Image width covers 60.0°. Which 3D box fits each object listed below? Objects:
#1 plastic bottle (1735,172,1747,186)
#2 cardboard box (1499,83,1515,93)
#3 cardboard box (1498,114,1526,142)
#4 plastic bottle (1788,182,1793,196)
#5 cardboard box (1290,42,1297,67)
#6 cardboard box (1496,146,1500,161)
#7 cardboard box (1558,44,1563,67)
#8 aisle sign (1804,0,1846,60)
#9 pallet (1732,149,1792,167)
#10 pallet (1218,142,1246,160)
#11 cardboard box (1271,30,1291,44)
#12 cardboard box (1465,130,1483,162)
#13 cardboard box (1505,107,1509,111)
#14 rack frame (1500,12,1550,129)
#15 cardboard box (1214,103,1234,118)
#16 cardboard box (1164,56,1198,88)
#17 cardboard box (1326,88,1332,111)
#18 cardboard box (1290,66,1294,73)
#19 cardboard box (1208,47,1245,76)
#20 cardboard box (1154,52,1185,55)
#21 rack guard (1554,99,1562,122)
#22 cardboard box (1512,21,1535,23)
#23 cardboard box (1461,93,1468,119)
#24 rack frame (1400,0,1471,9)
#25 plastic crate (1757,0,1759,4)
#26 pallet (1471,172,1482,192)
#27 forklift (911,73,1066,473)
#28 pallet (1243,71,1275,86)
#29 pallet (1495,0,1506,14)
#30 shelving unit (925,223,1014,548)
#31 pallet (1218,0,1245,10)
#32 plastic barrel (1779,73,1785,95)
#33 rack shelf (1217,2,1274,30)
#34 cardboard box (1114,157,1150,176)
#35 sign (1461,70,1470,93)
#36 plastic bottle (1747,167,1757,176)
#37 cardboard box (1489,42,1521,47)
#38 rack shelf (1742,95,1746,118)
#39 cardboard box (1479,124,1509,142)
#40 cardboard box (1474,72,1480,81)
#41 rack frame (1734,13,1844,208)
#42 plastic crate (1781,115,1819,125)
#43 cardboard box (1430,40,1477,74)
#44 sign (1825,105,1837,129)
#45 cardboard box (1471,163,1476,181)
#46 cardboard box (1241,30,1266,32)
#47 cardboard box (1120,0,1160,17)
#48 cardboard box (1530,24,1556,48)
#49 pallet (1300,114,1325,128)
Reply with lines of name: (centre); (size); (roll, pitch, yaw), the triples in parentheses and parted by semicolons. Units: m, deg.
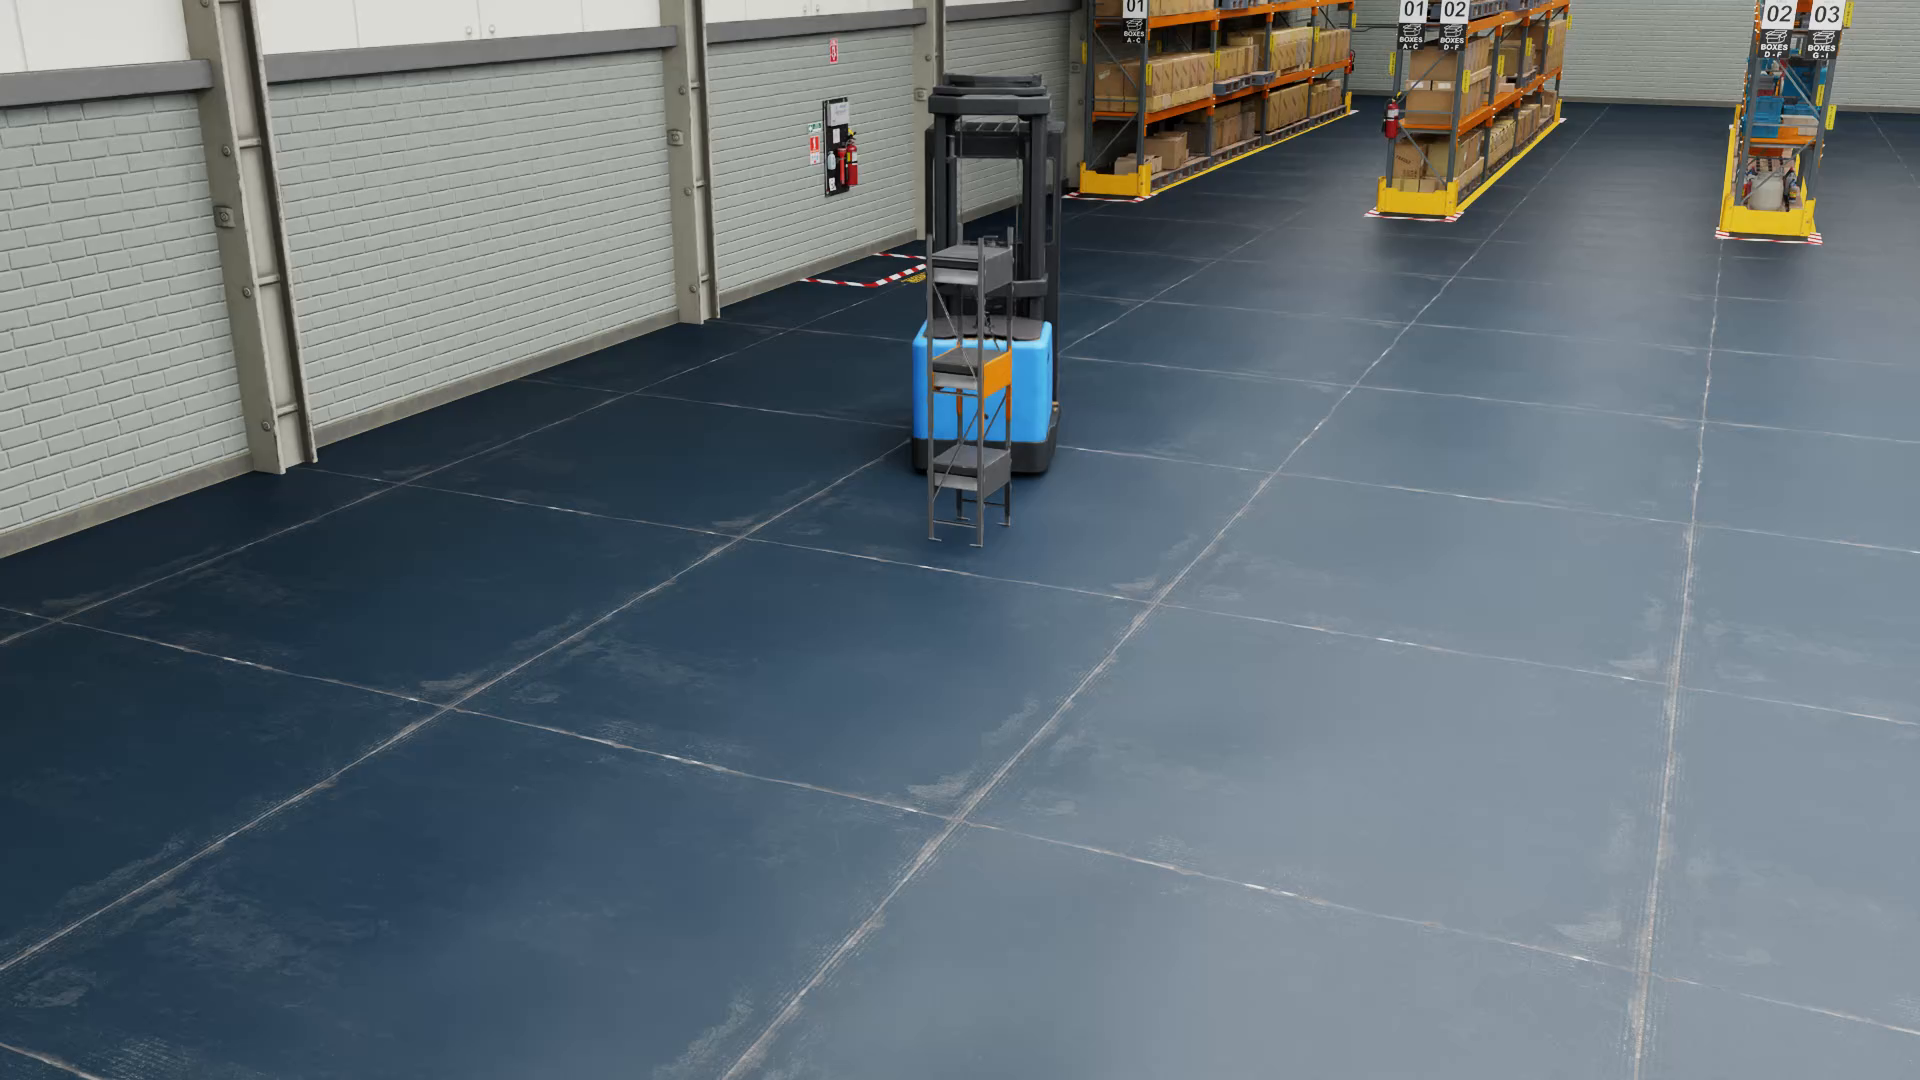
plastic bottle: (12.434, -5.748, 26.453); (0.144, 0.351, 0.185); (8, 21, 20)
cardboard box: (10.225, -8.509, 31.294); (0.380, 0.149, 0.250); (9, 21, 23)
cardboard box: (10.997, -8.231, 33.210); (0.500, 0.500, 0.500); (8, 21, 21)
plastic bottle: (12.791, -5.383, 25.543); (0.097, 0.271, 0.097); (0, 20, 0)
cardboard box: (6.886, -10.400, 35.612); (0.500, 0.500, 0.500); (9, 22, 24)
cardboard box: (9.514, -7.024, 30.220); (0.500, 0.250, 0.500); (8, 21, 21)
cardboard box: (13.473, -11.100, 38.054); (0.500, 0.500, 0.500); (9, 21, 23)
aisle sign: (11.820, -6.977, 22.730); (0.394, 0.787, 0.004); (9, 21, 23)
pallet: (15.143, -7.192, 31.378); (1.003, 0.211, 1.213); (9, 21, 23)
pallet: (4.998, -7.695, 32.791); (1.003, 0.211, 1.213); (9, 21, 23)
cardboard box: (6.662, -10.590, 35.028); (0.500, 0.250, 0.500); (9, 21, 23)
cardboard box: (8.497, -6.650, 28.050); (0.500, 0.500, 0.500); (9, 21, 23)
cardboard box: (11.139, -8.762, 34.704); (0.500, 0.500, 0.500); (9, 21, 23)
rack frame: (11.979, -10.163, 35.570); (1.000, 3.000, 0.127); (9, 21, 23)
cardboard box: (5.076, -8.451, 32.710); (0.500, 0.250, 0.500); (8, 21, 22)
cardboard box: (3.856, -8.195, 29.112); (0.500, 0.500, 0.500); (8, 21, 21)
cardboard box: (8.491, -10.550, 39.761); (0.700, 0.500, 0.500); (8, 21, 21)
cardboard box: (7.018, -10.208, 36.041); (0.380, 0.149, 0.250); (8, 21, 21)
cardboard box: (5.147, -9.344, 32.462); (0.700, 0.500, 0.500); (9, 21, 23)
cardboard box: (3.799, -8.573, 30.174); (0.500, 0.500, 0.500); (8, 21, 21)
rack guard: (13.586, -10.185, 39.361); (1.175, 0.500, 0.348); (9, 21, 23)
cardboard box: (12.571, -11.336, 37.227); (0.500, 0.500, 0.500); (8, 21, 22)
cardboard box: (7.687, -6.995, 26.512); (0.700, 0.500, 0.500); (9, 21, 23)
rack frame: (7.065, -9.321, 24.250); (1.000, 3.000, 0.127); (9, 21, 23)
plastic crate: (16.394, -10.967, 33.669); (0.450, 0.188, 0.662); (9, 21, 23)
pallet: (8.339, -6.166, 28.493); (1.003, 0.211, 1.213); (9, 21, 23)
forklift: (0.289, -2.347, 13.694); (1.130, 2.935, 3.031); (2, 20, 5)
pallet: (5.626, -9.296, 33.418); (1.213, 0.211, 1.003); (9, 21, 23)
pallet: (9.052, -9.312, 28.986); (0.805, 0.209, 1.217); (8, 21, 21)
shelving unit: (0.068, -1.040, 11.259); (0.431, 2.100, 0.503); (9, 21, 23)
pallet: (4.532, -9.895, 30.620); (1.213, 0.211, 1.003); (9, 21, 23)
plastic barrel: (14.290, -7.720, 28.496); (0.433, 0.535, 0.433); (0, 20, 0)
rack shelf: (5.001, -10.082, 31.938); (1.077, 0.370, 4.000); (9, 21, 23)
cardboard box: (2.910, -6.313, 28.100); (0.500, 0.311, 0.500); (6, 20, 17)
sign: (7.569, -6.862, 24.877); (0.100, 0.325, 0.005); (9, 21, 23)
plastic bottle: (12.643, -5.786, 26.560); (0.144, 0.351, 0.185); (9, 21, 23)
cardboard box: (11.357, -10.075, 34.546); (0.700, 0.500, 0.500); (12, 23, 31)
rack shelf: (14.040, -7.309, 28.618); (1.077, 0.370, 4.000); (9, 21, 23)
cardboard box: (9.935, -7.599, 31.000); (0.500, 0.311, 0.500); (8, 21, 22)
cardboard box: (8.266, -7.570, 27.160); (0.380, 0.149, 0.250); (9, 22, 24)
rack frame: (11.583, -5.814, 23.340); (1.000, 3.000, 0.127); (9, 21, 23)
plastic crate: (12.787, -6.381, 25.329); (0.530, 0.136, 0.437); (9, 21, 23)
cardboard box: (7.911, -7.779, 26.781); (0.700, 0.500, 0.500); (9, 21, 23)
sign: (12.083, -5.868, 23.078); (0.100, 0.325, 0.005); (9, 21, 23)
cardboard box: (8.308, -6.142, 27.739); (0.500, 0.250, 0.500); (9, 21, 23)
cardboard box: (6.198, -10.657, 35.217); (0.500, 0.250, 0.500); (8, 21, 21)
cardboard box: (2.909, -8.711, 26.831); (0.500, 0.500, 0.500); (9, 22, 24)
cardboard box: (12.640, -10.945, 36.125); (0.500, 0.500, 0.500); (8, 21, 21)
pallet: (7.841, -9.750, 38.568); (1.003, 0.211, 1.213); (9, 21, 23)
